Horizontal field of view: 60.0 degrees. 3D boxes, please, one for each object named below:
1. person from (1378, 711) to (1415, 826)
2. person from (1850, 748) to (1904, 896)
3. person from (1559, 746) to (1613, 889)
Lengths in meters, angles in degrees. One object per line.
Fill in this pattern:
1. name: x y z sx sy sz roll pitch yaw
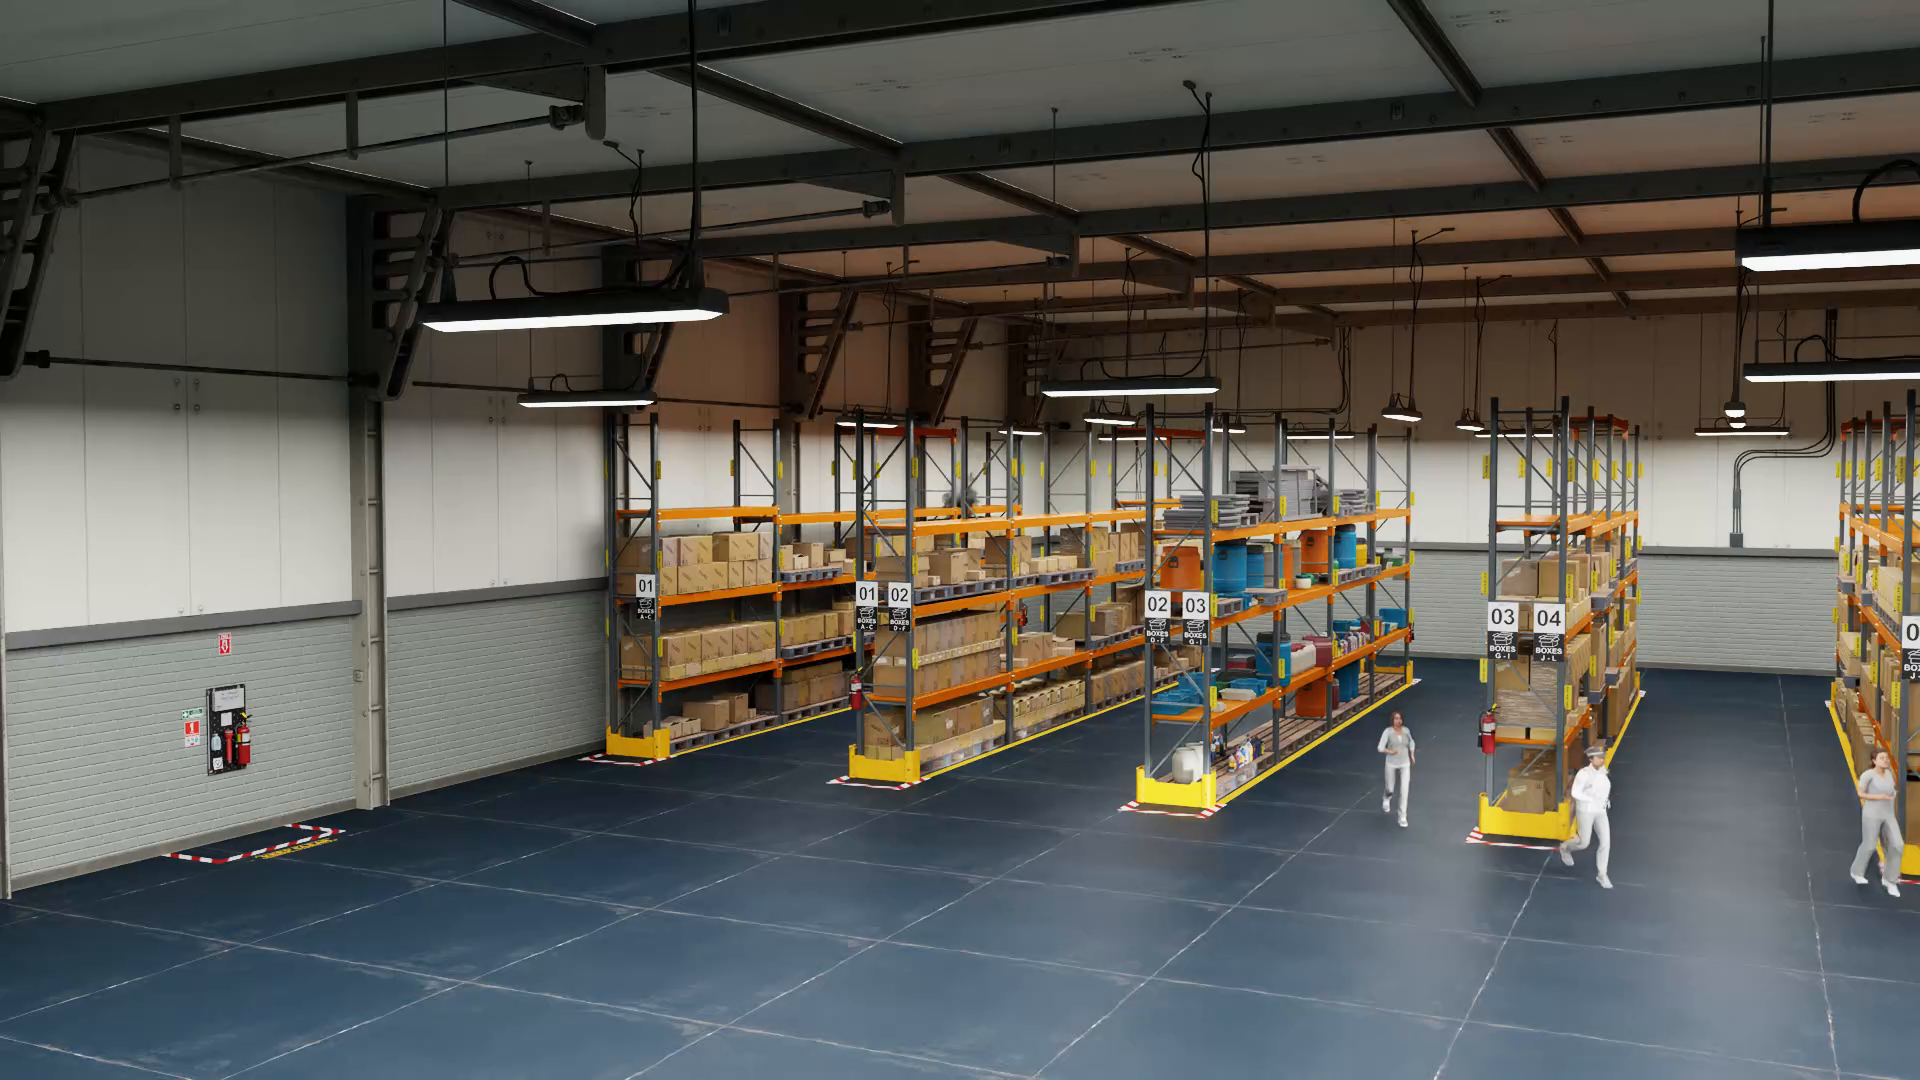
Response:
1. person: 6.209 3.221 23.619 0.552 1.561 0.819 0 2 2
2. person: 10.904 3.340 19.783 0.546 1.743 0.666 0 2 -7
3. person: 7.676 3.332 20.292 0.645 1.712 0.900 -1 3 -21
